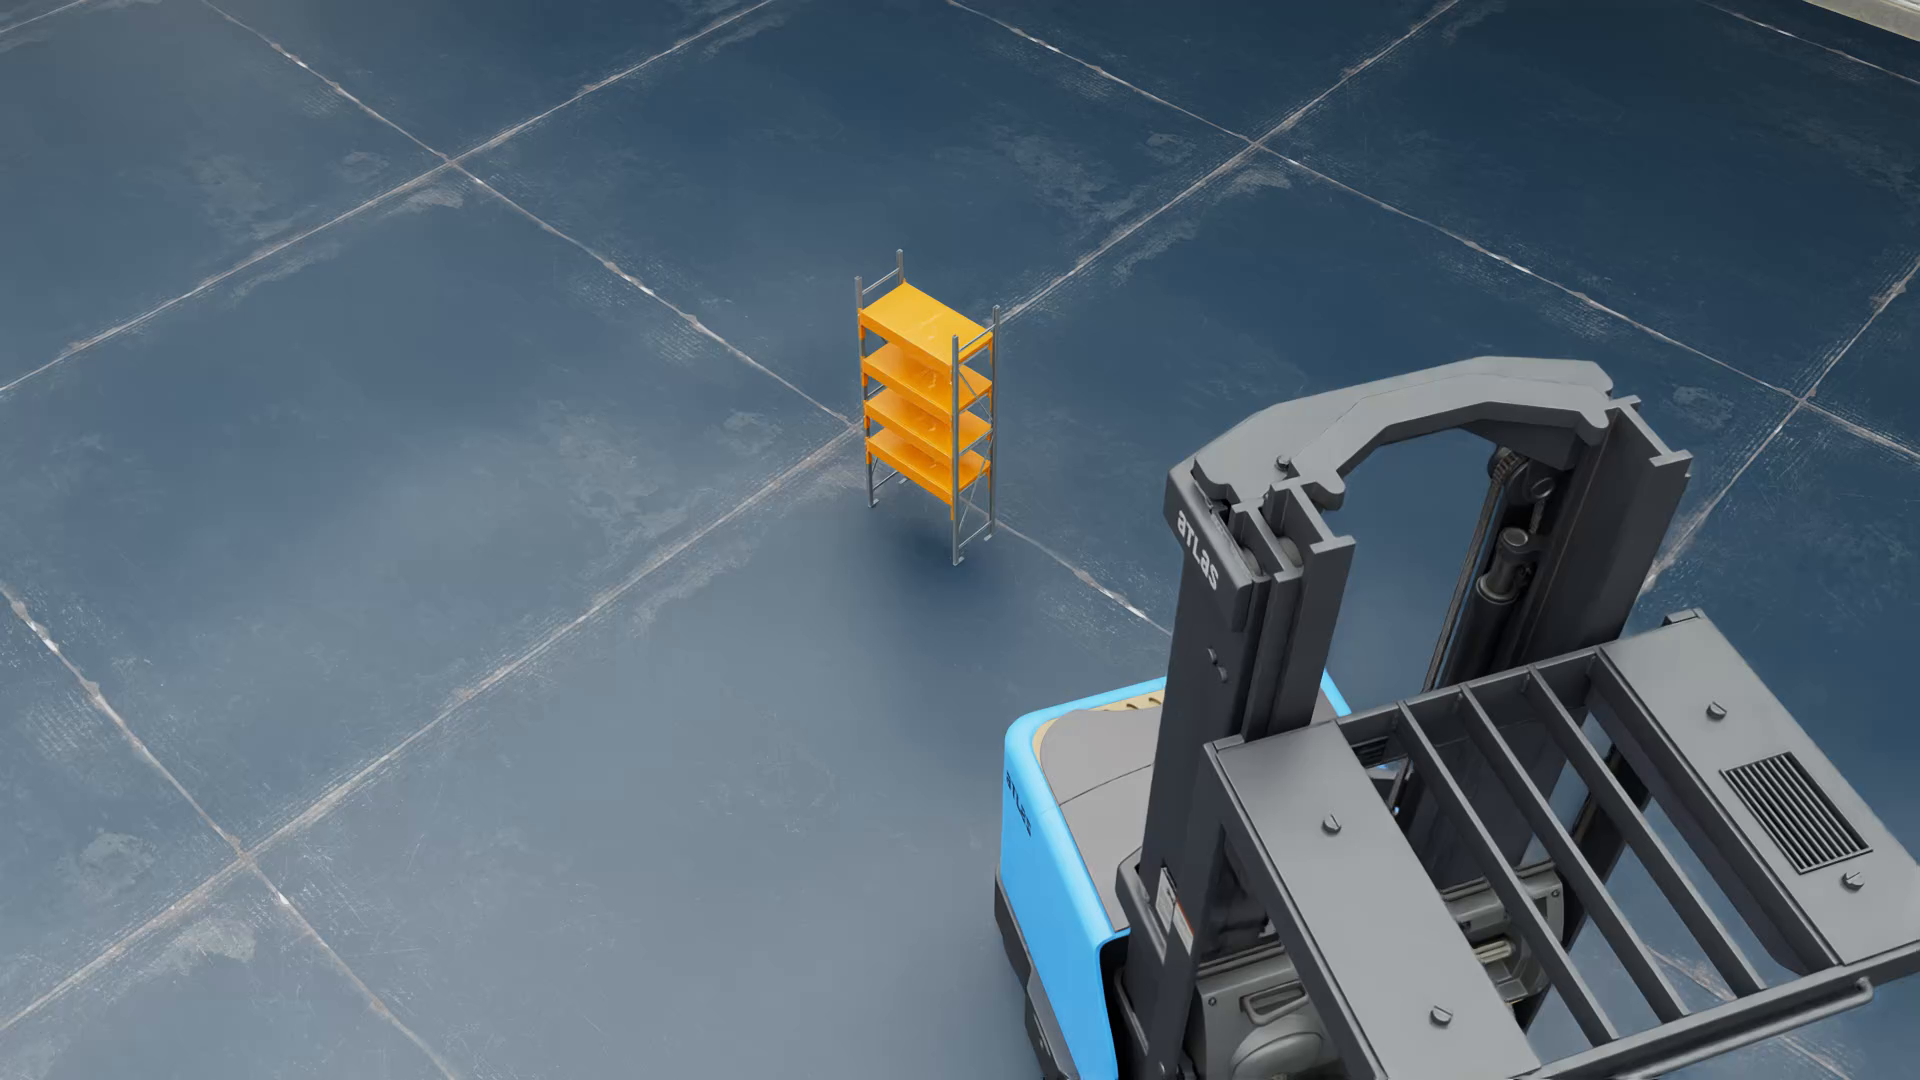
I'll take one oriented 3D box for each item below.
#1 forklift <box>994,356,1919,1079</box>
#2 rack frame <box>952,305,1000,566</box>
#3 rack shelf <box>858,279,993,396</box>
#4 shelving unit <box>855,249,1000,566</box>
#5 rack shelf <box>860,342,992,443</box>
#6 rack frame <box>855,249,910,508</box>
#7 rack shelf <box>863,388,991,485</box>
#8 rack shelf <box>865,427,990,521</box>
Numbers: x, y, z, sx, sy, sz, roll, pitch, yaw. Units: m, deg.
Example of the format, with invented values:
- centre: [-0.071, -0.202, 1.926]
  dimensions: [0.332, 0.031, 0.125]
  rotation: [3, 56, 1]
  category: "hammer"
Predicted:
- centre: [1.061, 1.170, 3.750]
  dimensions: [1.130, 2.935, 3.031]
  rotation: [-14, 48, -12]
  category: "forklift"
- centre: [0.058, -0.372, 6.385]
  dimensions: [0.015, 1.200, 0.240]
  rotation: [34, 55, 28]
  category: "rack frame"
- centre: [-0.122, -0.762, 6.211]
  dimensions: [0.480, 0.148, 0.258]
  rotation: [34, 55, 28]
  category: "rack shelf"
- centre: [-0.122, -0.493, 6.498]
  dimensions: [0.503, 1.200, 0.258]
  rotation: [34, 55, 28]
  category: "shelving unit"
- centre: [-0.122, -0.600, 6.384]
  dimensions: [0.480, 0.148, 0.258]
  rotation: [34, 55, 28]
  category: "rack shelf"
- centre: [-0.301, -0.613, 6.611]
  dimensions: [0.015, 1.200, 0.240]
  rotation: [34, 55, 28]
  category: "rack frame"
- centre: [-0.122, -0.446, 6.547]
  dimensions: [0.480, 0.148, 0.258]
  rotation: [34, 55, 28]
  category: "rack shelf"
- centre: [-0.122, -0.311, 6.692]
  dimensions: [0.480, 0.148, 0.258]
  rotation: [34, 55, 28]
  category: "rack shelf"
